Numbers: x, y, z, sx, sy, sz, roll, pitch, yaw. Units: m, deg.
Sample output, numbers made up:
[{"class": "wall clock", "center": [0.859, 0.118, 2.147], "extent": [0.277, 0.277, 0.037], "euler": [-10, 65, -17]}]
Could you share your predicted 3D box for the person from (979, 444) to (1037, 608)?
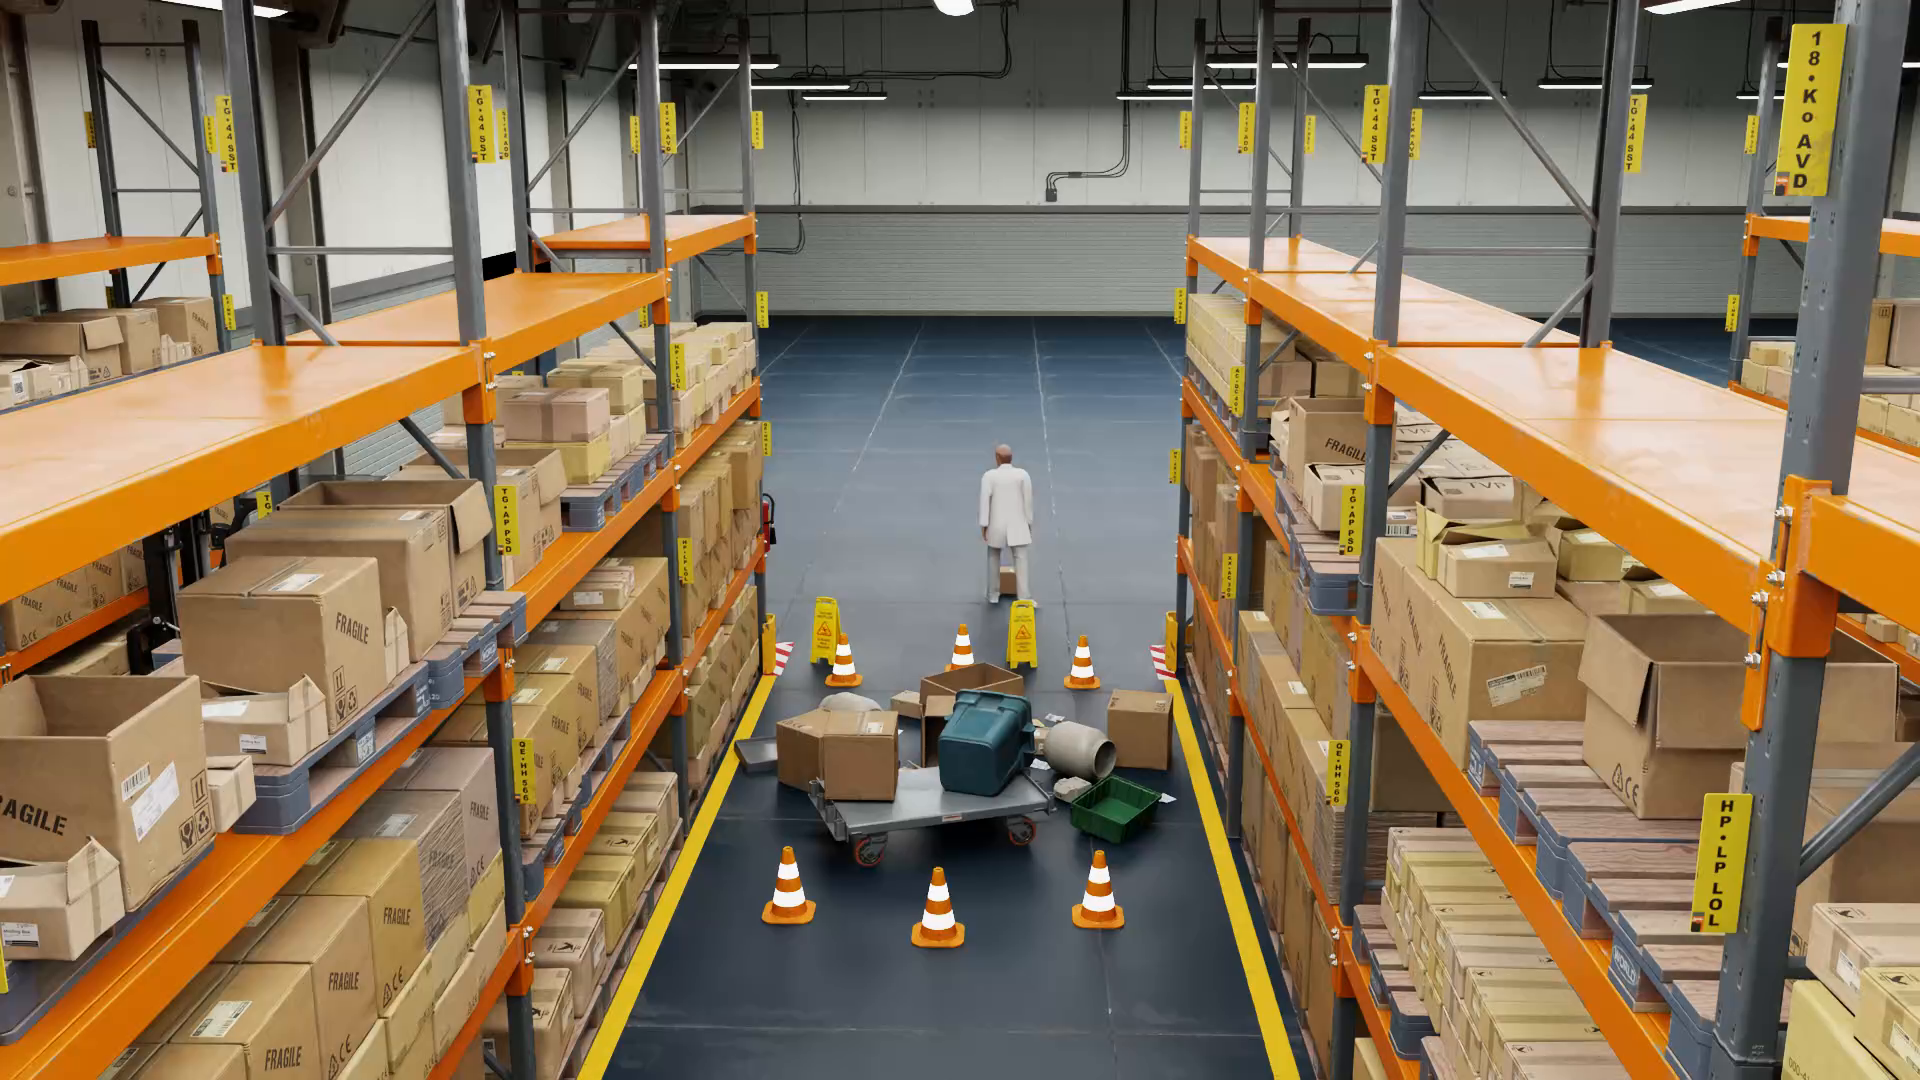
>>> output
[{"class": "person", "center": [0.527, -0.149, 18.083], "extent": [0.648, 1.802, 0.664], "euler": [0, 14, 1]}]
